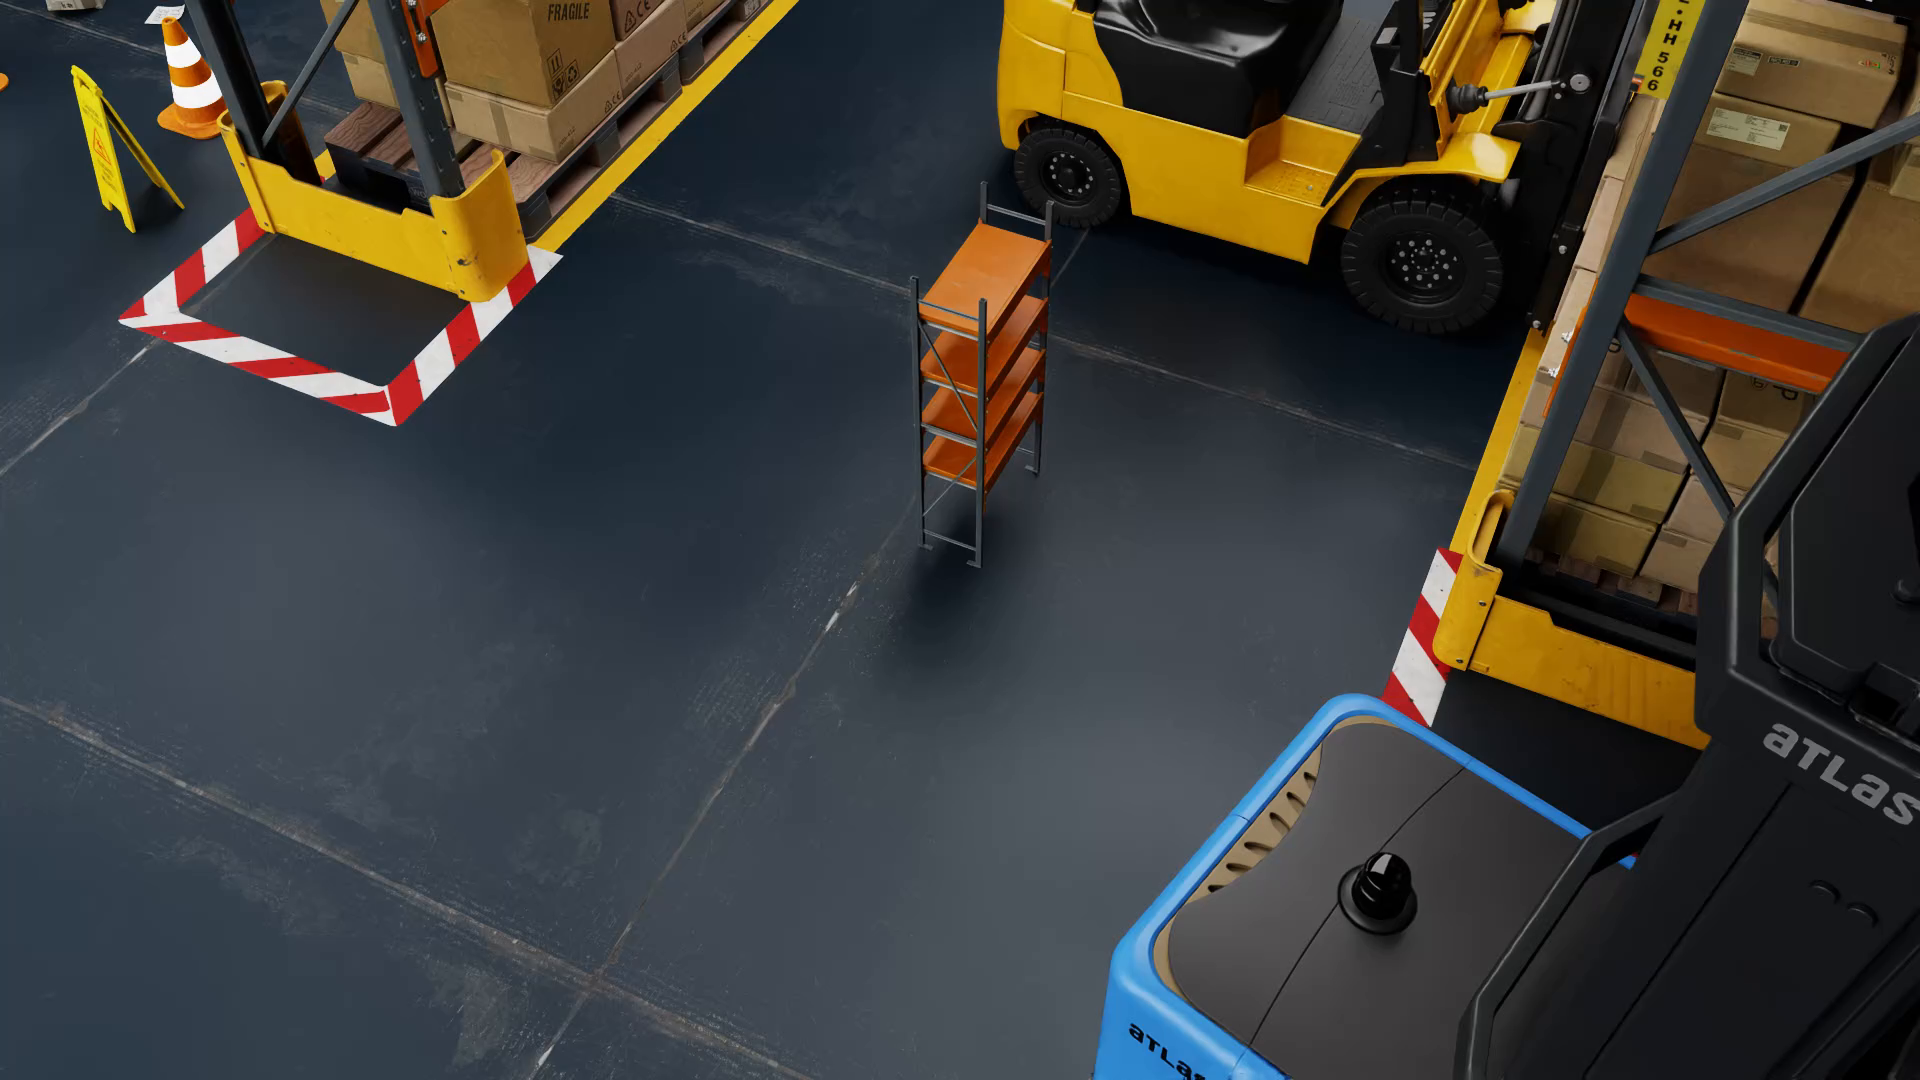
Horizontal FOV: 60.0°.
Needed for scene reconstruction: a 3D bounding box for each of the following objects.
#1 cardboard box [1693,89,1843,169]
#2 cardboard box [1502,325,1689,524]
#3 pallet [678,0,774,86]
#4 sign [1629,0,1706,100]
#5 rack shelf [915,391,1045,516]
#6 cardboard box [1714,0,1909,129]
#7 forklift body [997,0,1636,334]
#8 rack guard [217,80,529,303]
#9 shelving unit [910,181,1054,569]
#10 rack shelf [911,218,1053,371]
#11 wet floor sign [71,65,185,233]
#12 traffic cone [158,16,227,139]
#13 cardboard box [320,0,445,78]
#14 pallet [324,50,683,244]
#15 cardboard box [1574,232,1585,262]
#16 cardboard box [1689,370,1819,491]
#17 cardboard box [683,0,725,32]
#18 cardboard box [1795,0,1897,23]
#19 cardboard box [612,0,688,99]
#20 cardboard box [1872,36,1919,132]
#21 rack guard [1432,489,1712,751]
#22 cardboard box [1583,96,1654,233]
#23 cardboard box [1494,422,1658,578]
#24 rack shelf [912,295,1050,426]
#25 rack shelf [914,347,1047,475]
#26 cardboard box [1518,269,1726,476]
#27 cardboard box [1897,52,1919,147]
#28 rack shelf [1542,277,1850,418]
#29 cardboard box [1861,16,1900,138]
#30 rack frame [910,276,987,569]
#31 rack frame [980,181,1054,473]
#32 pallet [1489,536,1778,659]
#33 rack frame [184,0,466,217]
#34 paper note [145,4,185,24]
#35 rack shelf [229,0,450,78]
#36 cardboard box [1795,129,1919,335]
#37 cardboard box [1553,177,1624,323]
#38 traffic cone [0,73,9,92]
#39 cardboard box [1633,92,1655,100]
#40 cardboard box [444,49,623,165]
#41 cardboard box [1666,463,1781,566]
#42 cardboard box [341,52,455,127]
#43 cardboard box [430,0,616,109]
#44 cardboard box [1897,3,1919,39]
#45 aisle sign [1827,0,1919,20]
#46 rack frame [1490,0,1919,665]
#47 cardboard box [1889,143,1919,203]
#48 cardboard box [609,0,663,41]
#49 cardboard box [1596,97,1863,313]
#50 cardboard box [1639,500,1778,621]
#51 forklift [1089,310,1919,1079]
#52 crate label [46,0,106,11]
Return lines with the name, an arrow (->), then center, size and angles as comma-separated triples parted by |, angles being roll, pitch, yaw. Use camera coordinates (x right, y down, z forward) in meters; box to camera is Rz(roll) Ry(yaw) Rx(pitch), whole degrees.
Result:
cardboard box -> 2.032, -1.105, 4.230 | 0.380, 0.149, 0.250 | 21, 53, 17
cardboard box -> 2.062, -0.377, 5.303 | 0.500, 0.250, 0.500 | 19, 52, 16
pallet -> -1.418, -2.679, 7.891 | 1.003, 0.211, 1.213 | 20, 52, 16
sign -> 1.652, -1.171, 3.861 | 0.100, 0.325, 0.005 | 20, 52, 16
rack shelf -> 0.071, -0.331, 5.592 | 0.258, 0.148, 0.480 | 20, 52, 16
cardboard box -> 2.100, -1.187, 4.104 | 0.380, 0.149, 0.250 | 20, 52, 16
forklift body -> 1.298, -2.157, 6.173 | 2.313, 2.155, 1.214 | 20, 52, 16
rack guard -> -2.320, -1.388, 6.603 | 1.175, 0.500, 0.348 | 20, 52, 16
shelving unit -> 0.071, -0.503, 5.390 | 0.258, 1.200, 0.503 | 20, 52, 16
rack shelf -> 0.071, -0.758, 5.091 | 0.258, 0.148, 0.480 | 20, 52, 16
wet floor sign -> -3.401, -1.600, 6.688 | 0.232, 0.644, 0.267 | -37, 59, -27
traffic cone -> -3.335, -2.039, 7.181 | 0.336, 0.463, 0.334 | 20, 52, 16
cardboard box -> -2.246, -2.270, 6.749 | 0.500, 0.500, 0.500 | 20, 53, 16
pallet -> -1.941, -1.842, 7.179 | 1.003, 0.211, 1.213 | 20, 52, 16
cardboard box -> 2.488, -1.081, 5.902 | 0.500, 0.250, 0.500 | 19, 52, 15
cardboard box -> 2.514, -0.371, 4.970 | 0.500, 0.250, 0.500 | 19, 52, 16
cardboard box -> -1.311, -2.585, 7.510 | 0.500, 0.250, 0.500 | 23, 53, 18
cardboard box -> 2.177, -1.367, 4.257 | 0.380, 0.149, 0.250 | 20, 52, 16
cardboard box -> -1.533, -2.205, 7.186 | 0.500, 0.250, 0.500 | 22, 53, 17
cardboard box -> 2.564, -1.115, 4.238 | 0.380, 0.149, 0.250 | 20, 52, 16
rack guard -> 2.127, 0.294, 5.172 | 1.175, 0.500, 0.348 | 20, 52, 16
cardboard box -> 2.471, -1.225, 5.696 | 0.500, 0.250, 0.500 | 20, 53, 17
cardboard box -> 2.052, -0.204, 5.484 | 0.500, 0.250, 0.500 | 20, 53, 16
rack shelf -> 0.071, -0.604, 5.271 | 0.258, 0.148, 0.480 | 20, 52, 16
rack shelf -> 0.071, -0.459, 5.441 | 0.258, 0.148, 0.480 | 20, 52, 16
cardboard box -> 2.052, -0.521, 5.097 | 0.500, 0.250, 0.500 | 21, 53, 17
cardboard box -> 2.474, -1.034, 3.973 | 0.380, 0.149, 0.250 | 19, 52, 15
rack shelf -> 2.992, -1.677, 5.680 | 1.077, 0.370, 4.000 | 20, 52, 16
cardboard box -> 2.802, -1.182, 4.721 | 0.500, 0.500, 0.500 | 21, 53, 17
rack frame -> -0.034, -0.335, 5.247 | 0.240, 1.200, 0.015 | 20, 52, 16
rack frame -> 0.175, -0.671, 5.533 | 0.240, 1.200, 0.015 | 20, 52, 16
pallet -> 2.426, -0.170, 5.756 | 1.003, 0.211, 1.213 | 20, 52, 16
rack frame -> -2.352, -2.145, 5.606 | 1.000, 3.000, 0.127 | 20, 52, 16
paper note -> -3.748, -2.482, 7.842 | 0.148, 0.019, 0.142 | 4, 50, 3
rack shelf -> -1.498, -3.289, 7.052 | 1.077, 0.370, 4.000 | 20, 52, 16
cardboard box -> 2.600, -0.816, 4.409 | 0.500, 0.500, 0.500 | 21, 53, 17
cardboard box -> 2.265, -0.874, 5.397 | 0.500, 0.250, 0.500 | 21, 53, 17
traffic cone -> -4.484, -2.166, 7.289 | 0.336, 0.463, 0.334 | 20, 52, 16
cardboard box -> 2.695, -1.571, 5.991 | 0.500, 0.250, 0.500 | 19, 52, 15
cardboard box -> -1.758, -1.856, 6.889 | 0.500, 0.250, 0.500 | 19, 52, 16
cardboard box -> 2.526, -0.196, 5.149 | 0.500, 0.250, 0.500 | 21, 53, 17
cardboard box -> -2.240, -2.051, 7.055 | 0.500, 0.250, 0.500 | 20, 52, 16
cardboard box -> -1.748, -2.116, 6.618 | 0.500, 0.500, 0.500 | 18, 52, 15
cardboard box -> 2.679, -1.288, 4.385 | 0.380, 0.149, 0.250 | 19, 52, 15
aisle sign -> 1.843, -1.426, 3.287 | 0.394, 0.787, 0.004 | 20, 52, 16
rack frame -> 2.137, -0.533, 4.234 | 1.000, 3.000, 0.127 | 20, 52, 16
cardboard box -> 2.517, -0.925, 4.076 | 0.380, 0.149, 0.250 | 19, 52, 15
cardboard box -> -1.529, -2.477, 6.925 | 0.500, 0.500, 0.500 | 18, 52, 15
cardboard box -> 2.110, -0.990, 4.557 | 0.500, 0.500, 0.500 | 19, 52, 15
cardboard box -> 2.524, -0.053, 5.355 | 0.500, 0.250, 0.500 | 20, 52, 16
forklift -> 1.760, 1.103, 2.887 | 3.031, 2.935, 1.130 | 33, 57, 25
crate label -> -4.204, -2.622, 7.891 | 0.250, 0.136, 0.298 | -4, 50, -3
